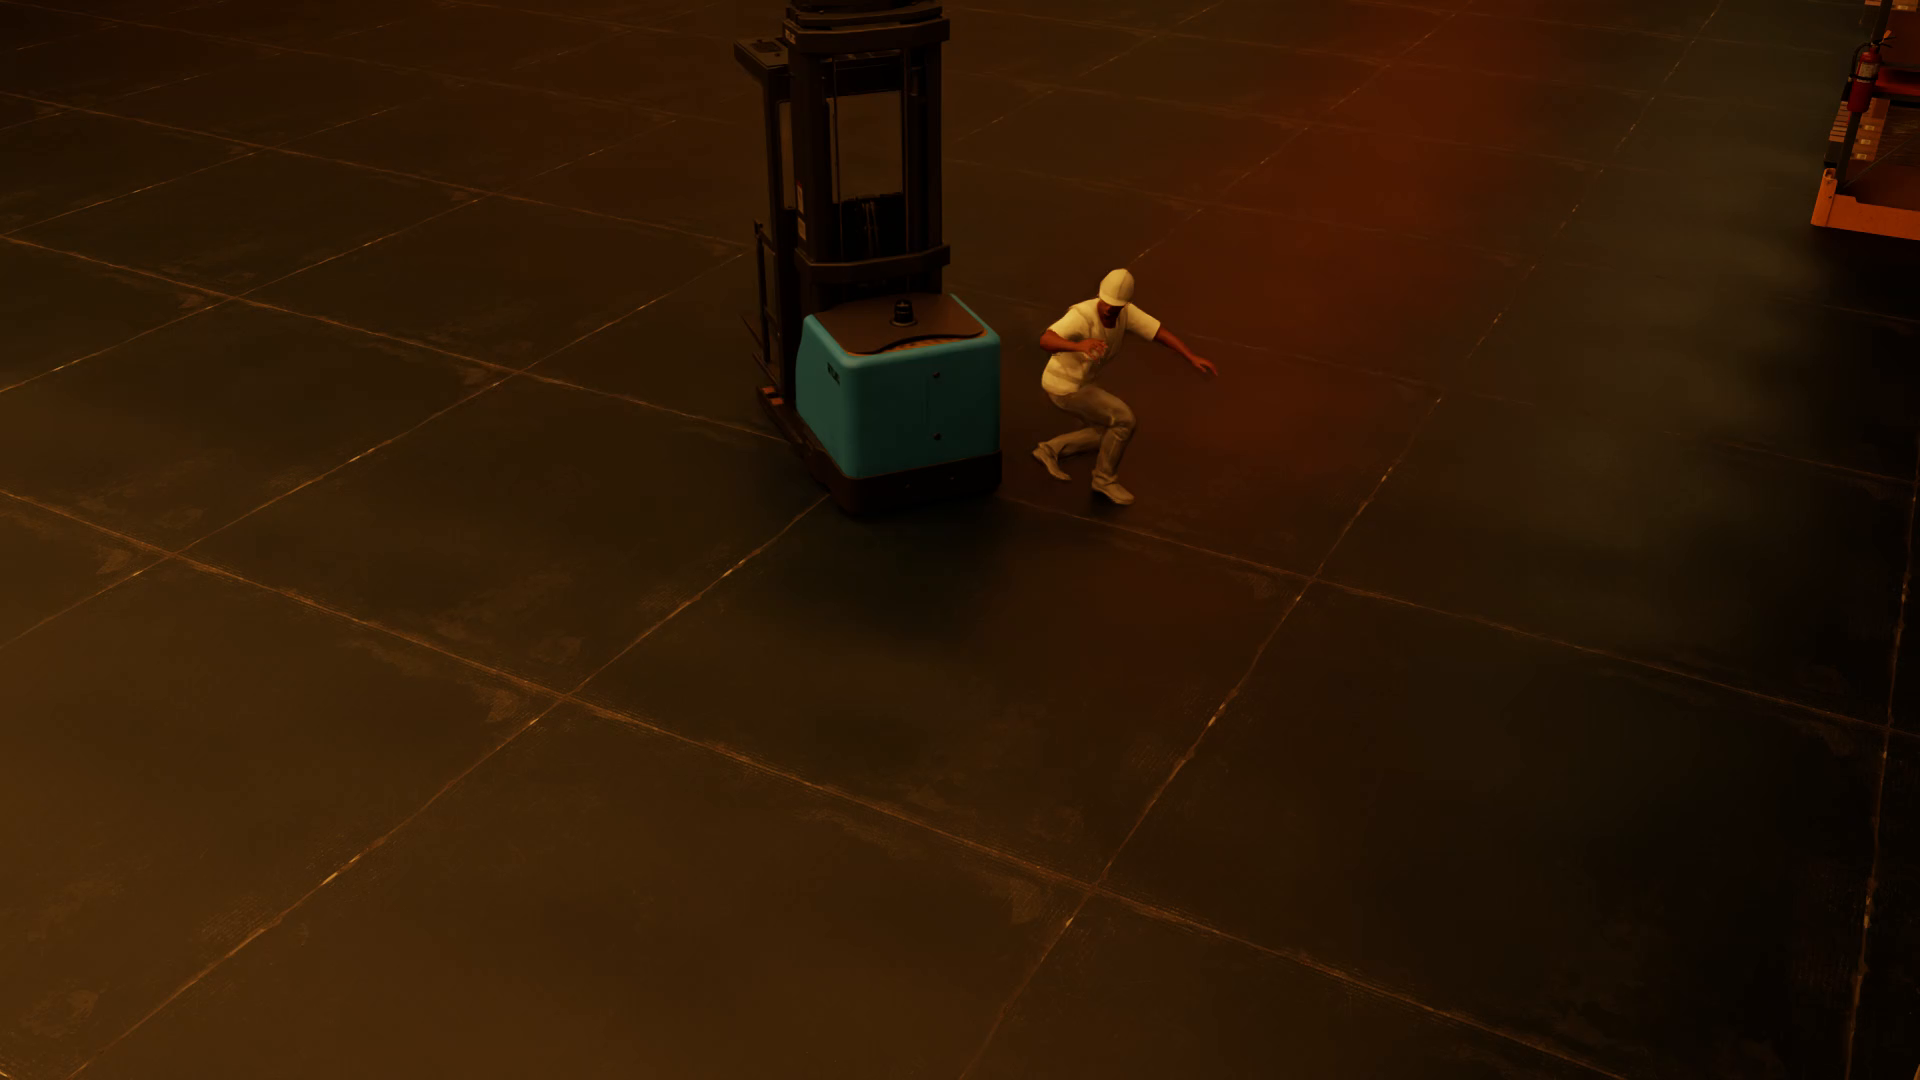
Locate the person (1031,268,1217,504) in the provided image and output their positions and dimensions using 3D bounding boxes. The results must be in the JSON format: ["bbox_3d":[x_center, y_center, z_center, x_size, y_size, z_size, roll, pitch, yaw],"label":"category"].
[{"bbox_3d":[0.966,-0.907,10.105,1.103,1.483,0.842,10,32,17],"label":"person"}]

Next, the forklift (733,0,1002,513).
[{"bbox_3d":[-0.764,-2.152,10.800,1.130,2.935,3.031,-12,32,-19],"label":"forklift"}]
